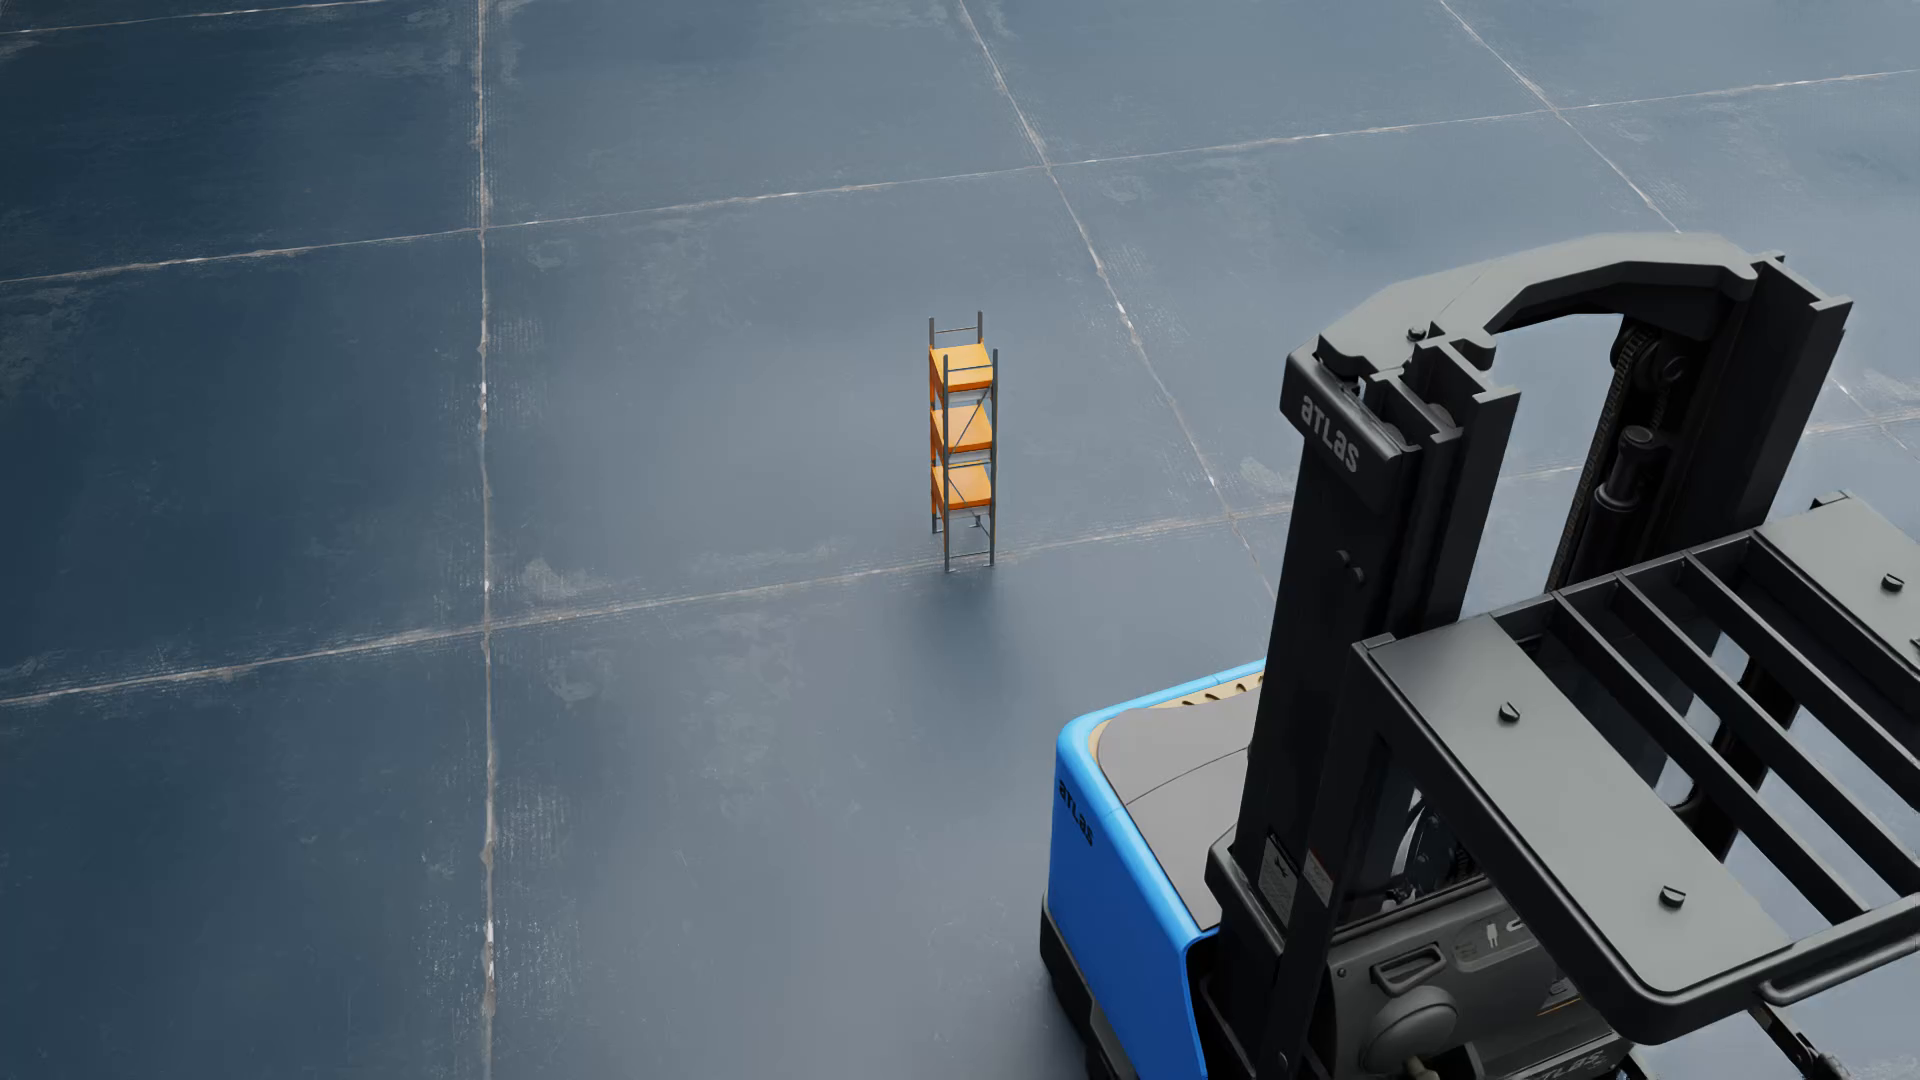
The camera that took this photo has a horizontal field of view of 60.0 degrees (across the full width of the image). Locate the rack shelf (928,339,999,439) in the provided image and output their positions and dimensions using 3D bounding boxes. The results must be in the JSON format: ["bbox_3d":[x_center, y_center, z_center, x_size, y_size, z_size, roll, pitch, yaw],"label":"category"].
[{"bbox_3d":[0.012,-0.562,6.181,0.215,0.259,0.240,-8,42,-9],"label":"rack shelf"}]

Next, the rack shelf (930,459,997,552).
[{"bbox_3d":[0.012,-0.142,6.554,0.215,0.259,0.240,-8,42,-9],"label":"rack shelf"}]

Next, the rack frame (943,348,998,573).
[{"bbox_3d":[0.038,-0.279,6.273,0.200,1.050,0.008,-8,42,-9],"label":"rack frame"}]

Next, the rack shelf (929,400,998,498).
[{"bbox_3d":[0.012,-0.350,6.369,0.215,0.259,0.240,-8,42,-9],"label":"rack shelf"}]

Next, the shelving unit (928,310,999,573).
[{"bbox_3d":[0.012,-0.358,6.362,0.215,1.050,0.252,-8,42,-9],"label":"shelving unit"}]

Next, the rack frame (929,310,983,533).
[{"bbox_3d":[-0.015,-0.437,6.451,0.200,1.050,0.008,-8,42,-9],"label":"rack frame"}]

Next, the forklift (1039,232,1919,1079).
[{"bbox_3d":[1.277,0.994,3.423,1.130,2.935,3.031,-15,44,-17],"label":"forklift"}]
